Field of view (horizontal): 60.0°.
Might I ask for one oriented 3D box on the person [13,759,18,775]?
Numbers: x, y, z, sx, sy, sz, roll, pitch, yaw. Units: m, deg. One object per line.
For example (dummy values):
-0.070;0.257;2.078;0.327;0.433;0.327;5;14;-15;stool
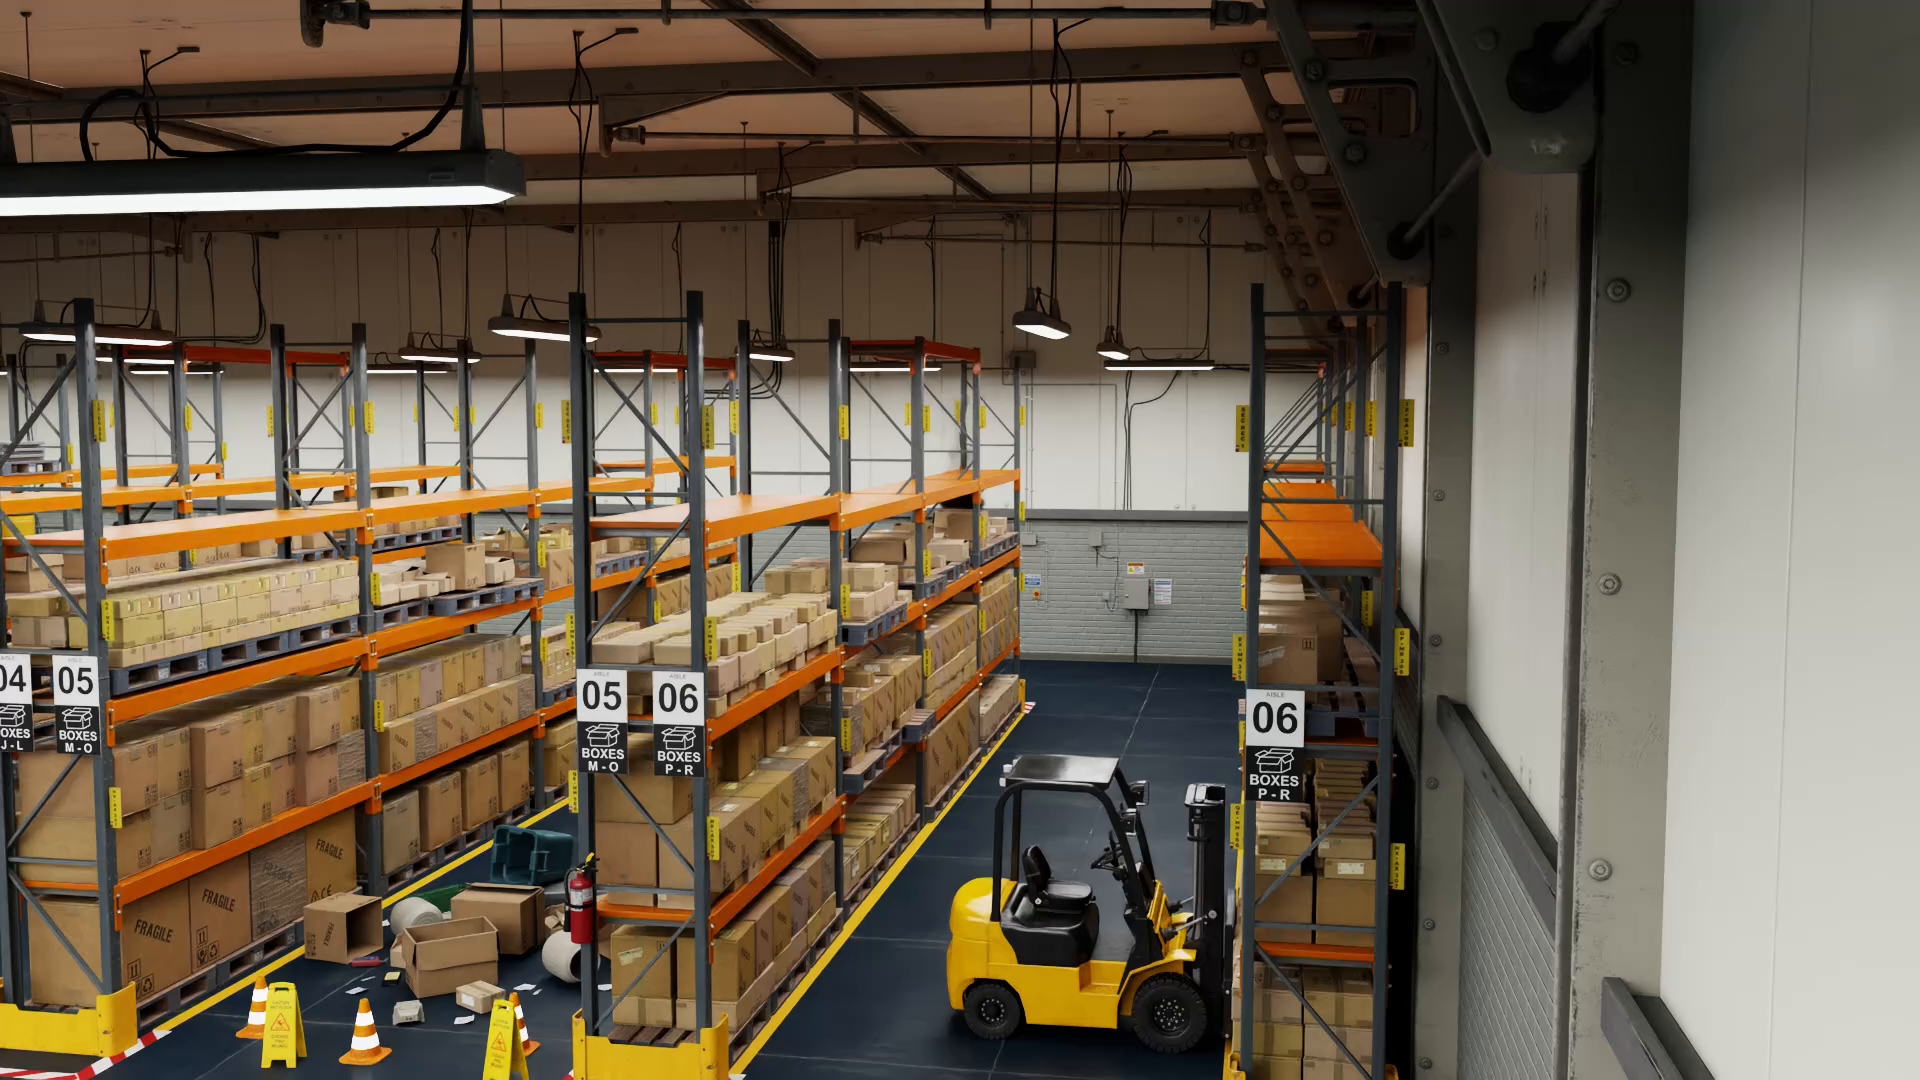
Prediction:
-13.454;2.391;23.527;0.616;1.851;0.792;0;5;-2;person
